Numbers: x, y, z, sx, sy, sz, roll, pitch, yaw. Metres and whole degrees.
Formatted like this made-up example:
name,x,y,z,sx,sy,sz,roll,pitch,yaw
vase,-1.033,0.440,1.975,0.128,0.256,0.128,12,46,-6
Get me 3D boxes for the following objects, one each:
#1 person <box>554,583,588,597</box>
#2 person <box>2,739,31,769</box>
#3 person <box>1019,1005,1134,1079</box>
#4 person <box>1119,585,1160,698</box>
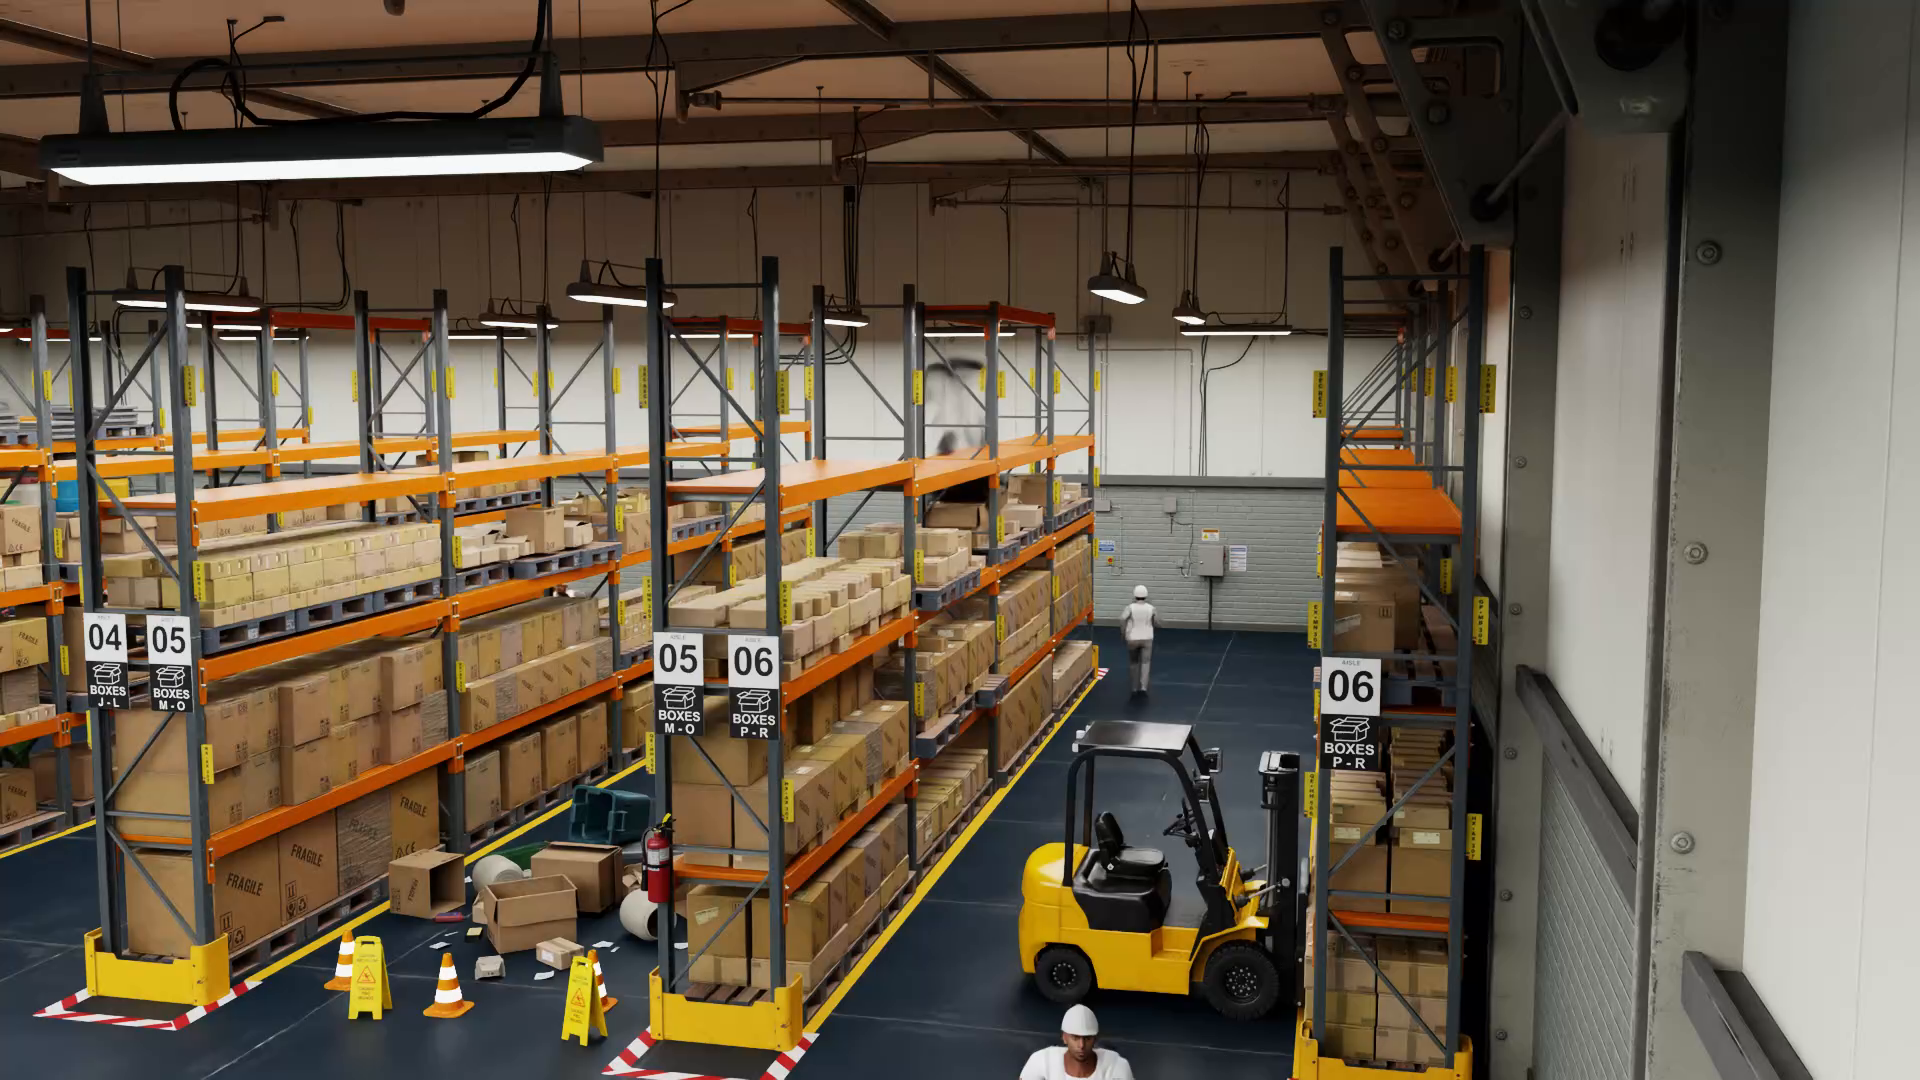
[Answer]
name,x,y,z,sx,sy,sz,roll,pitch,yaw
person,-6.634,1.463,27.941,0.636,1.722,0.915,1,6,11
person,-11.691,2.231,20.484,0.670,1.732,0.631,0,6,3
person,0.654,3.379,9.223,0.680,1.738,0.855,0,6,2
person,2.840,1.602,26.253,0.645,1.783,0.948,1,6,6
